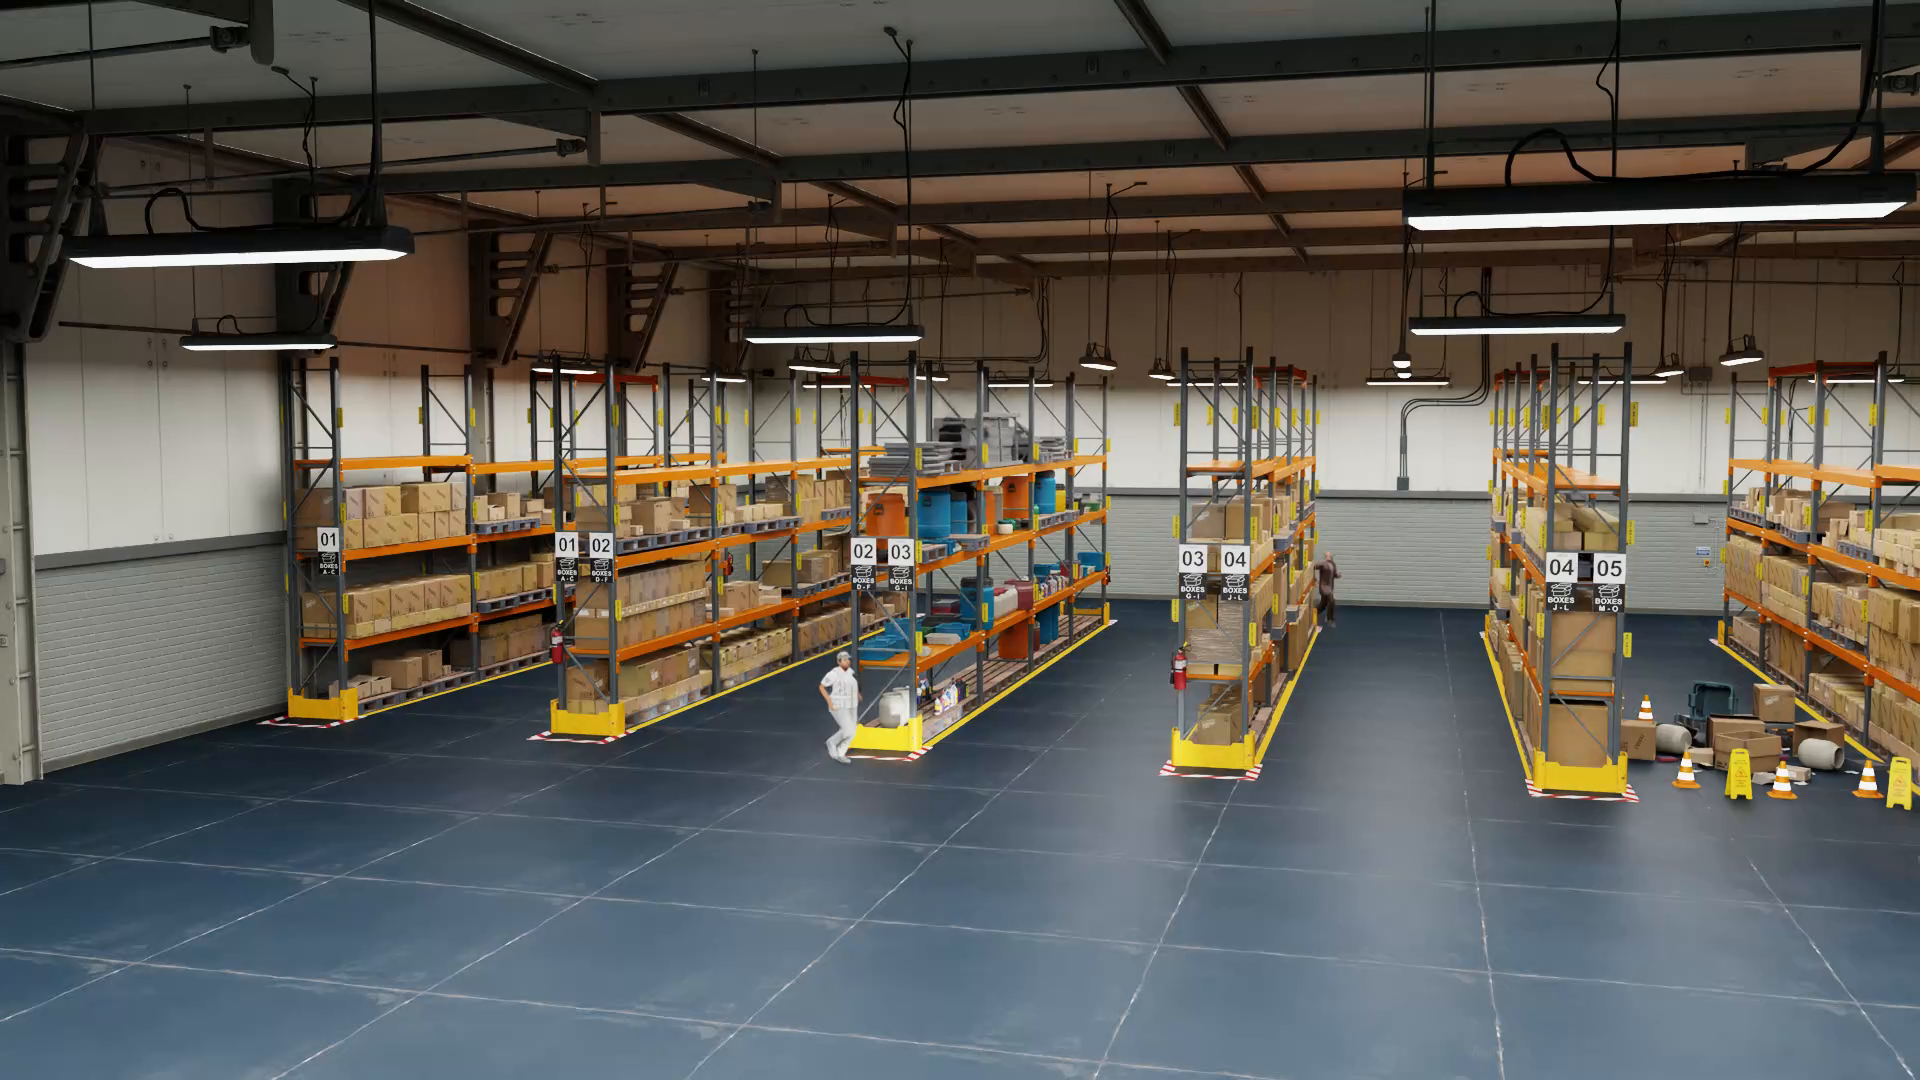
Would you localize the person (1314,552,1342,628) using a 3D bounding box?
[{"bbox_3d":[8.788,1.237,40.093,0.714,1.747,0.887,-4,6,-42],"label":"person"}]

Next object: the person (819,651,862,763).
[{"bbox_3d":[-1.650,2.426,24.064,0.540,1.628,0.598,4,6,42],"label":"person"}]
